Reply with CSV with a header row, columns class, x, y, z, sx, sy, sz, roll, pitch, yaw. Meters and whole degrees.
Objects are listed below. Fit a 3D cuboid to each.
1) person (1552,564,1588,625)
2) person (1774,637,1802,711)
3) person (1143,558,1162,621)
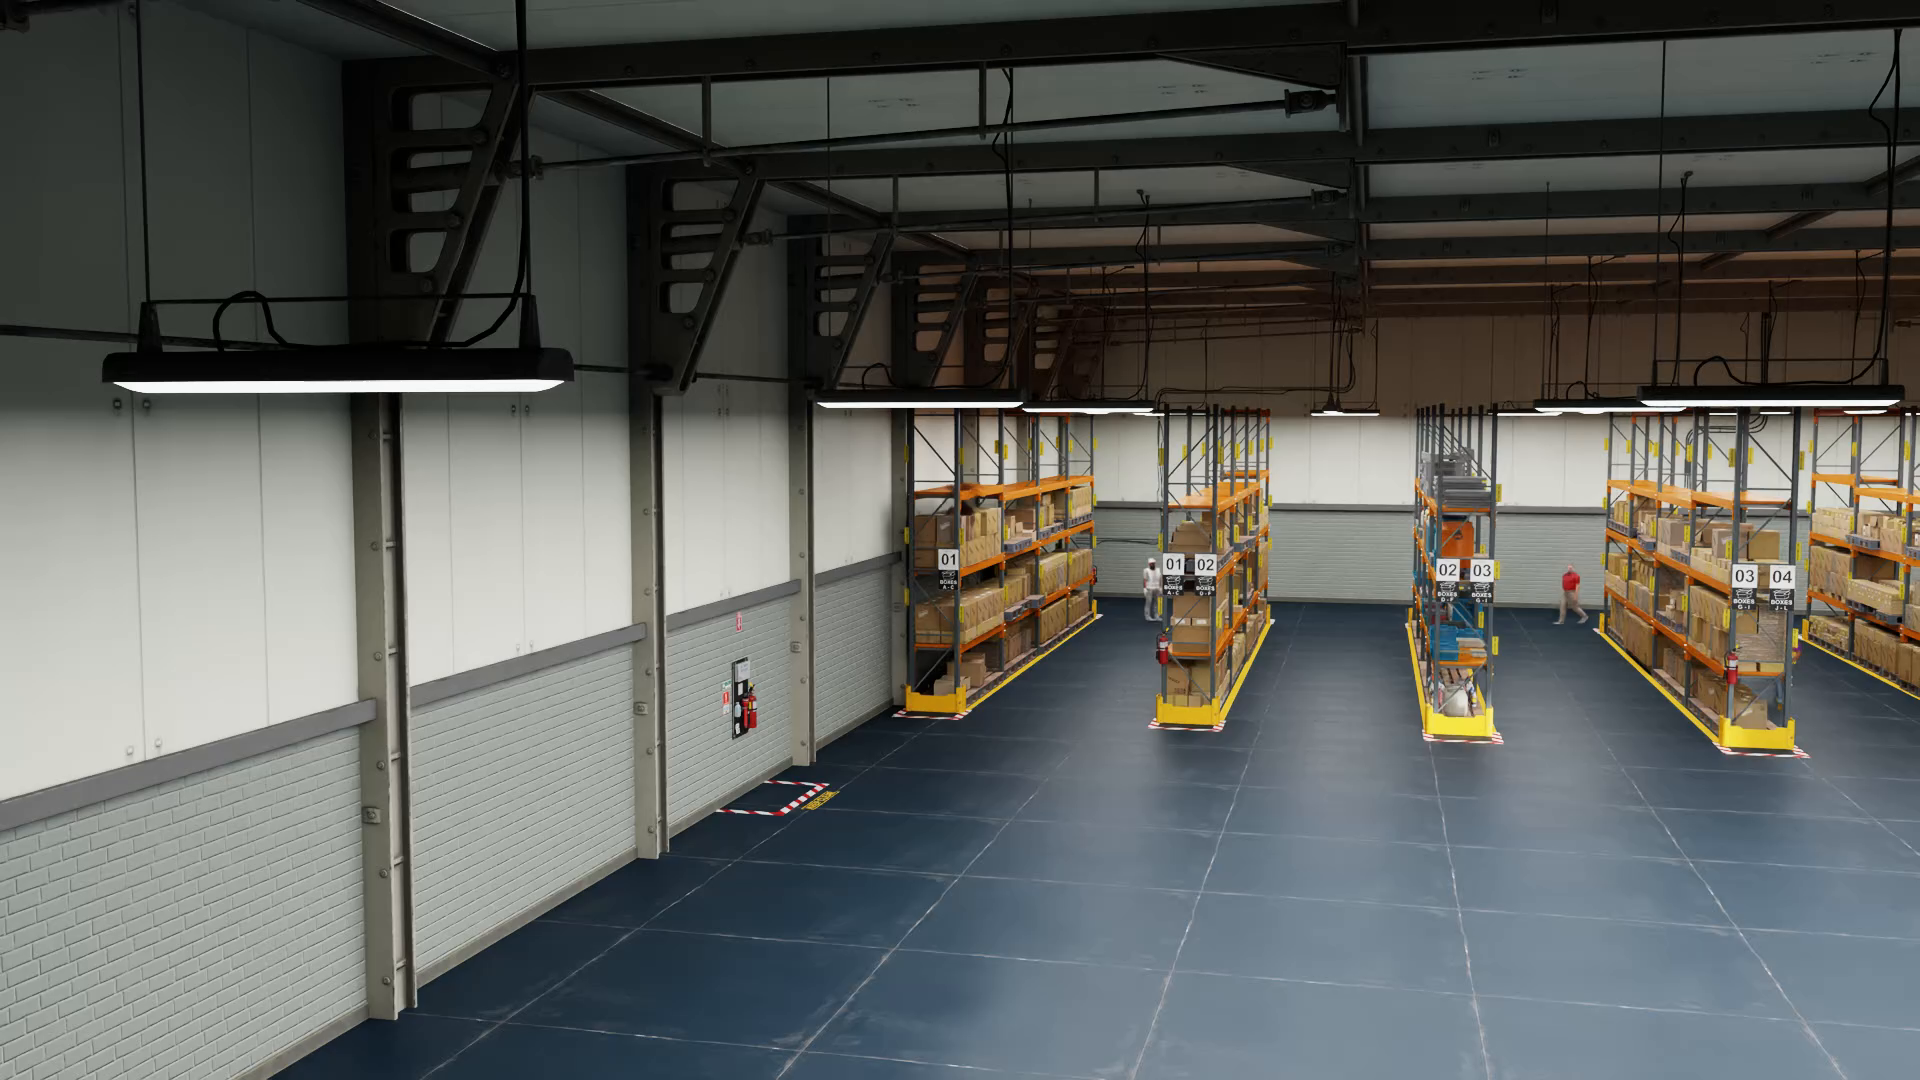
class,x,y,z,sx,sy,sz,roll,pitch,yaw
person,16.910,1.516,46.059,0.964,1.694,0.568,-2,4,-21
person,16.376,2.473,32.979,0.489,1.744,0.992,1,4,13
person,5.463,1.404,47.073,0.620,1.793,0.379,-2,5,-29
